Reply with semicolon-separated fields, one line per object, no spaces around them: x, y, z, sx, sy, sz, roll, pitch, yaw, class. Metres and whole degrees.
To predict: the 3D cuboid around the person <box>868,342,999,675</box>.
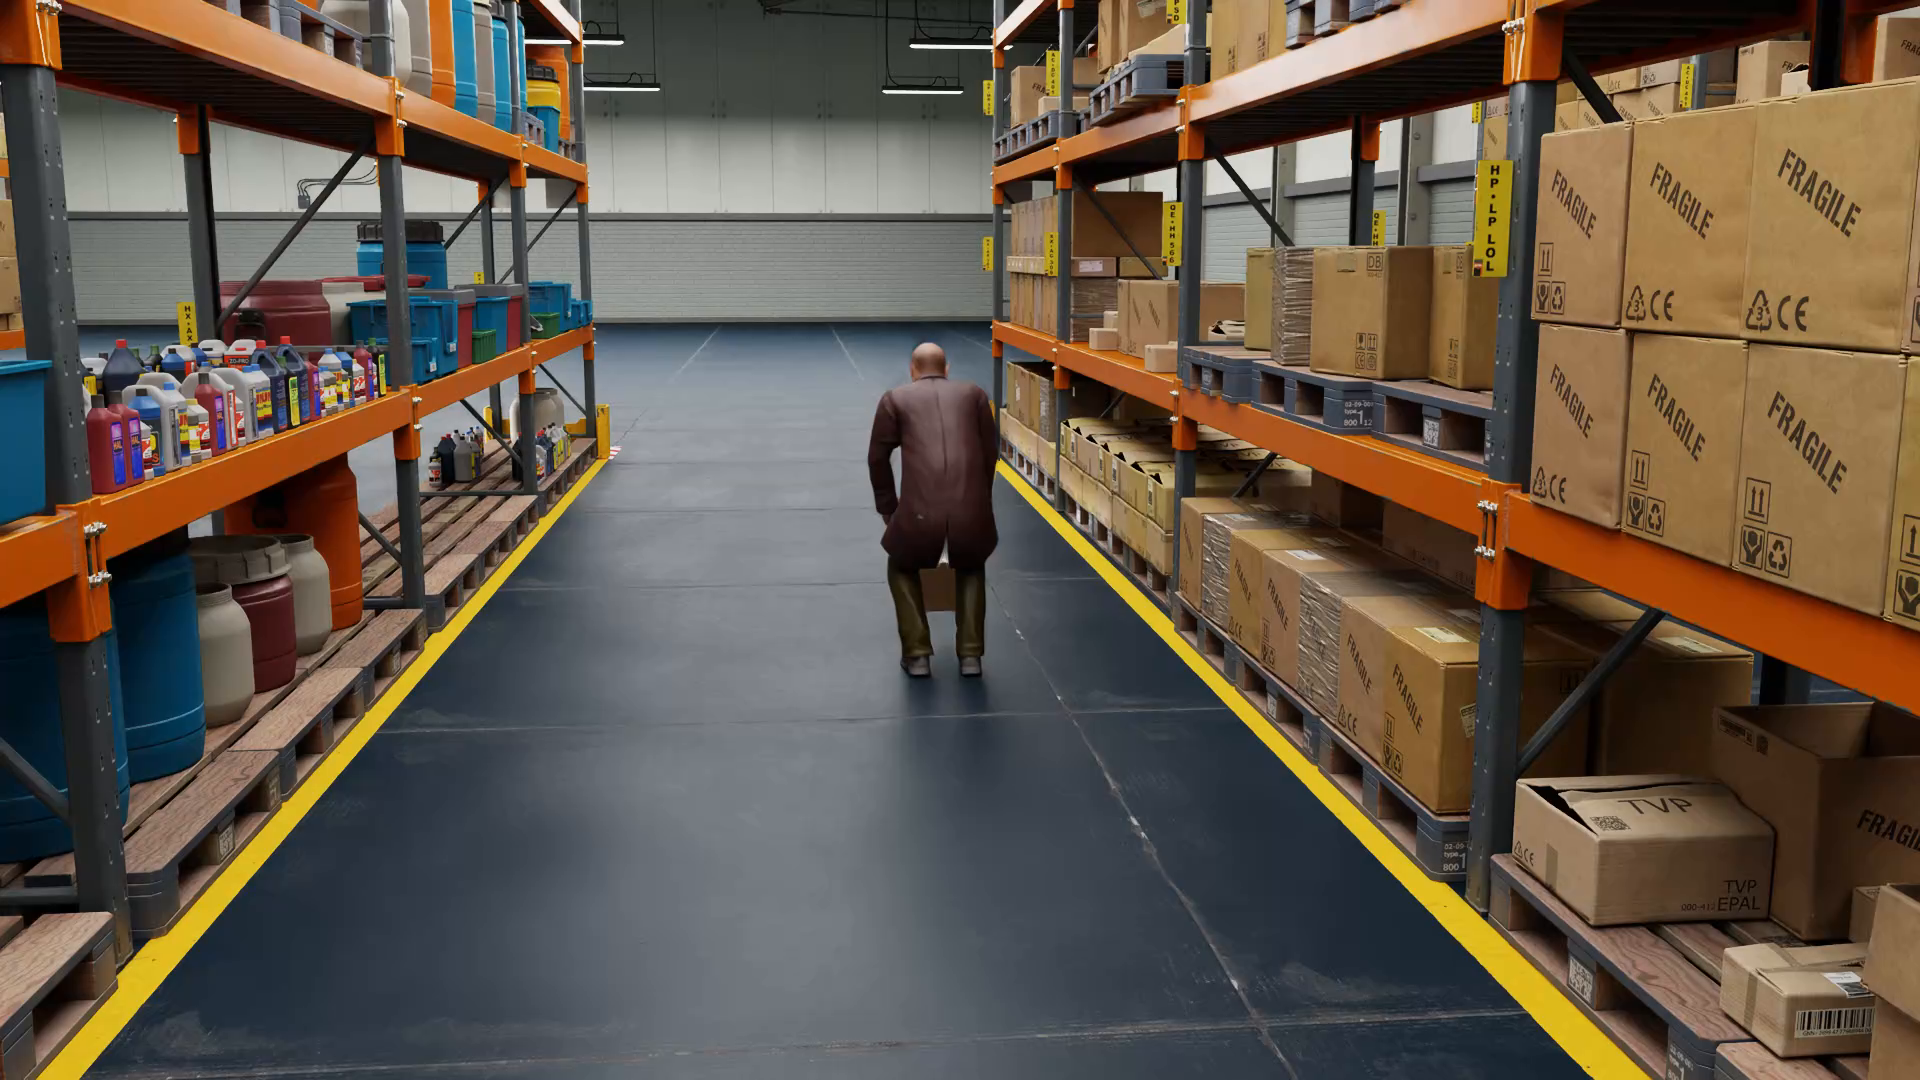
-0.123;-0.140;7.937;0.626;1.552;0.612;-1;10;-6;person
